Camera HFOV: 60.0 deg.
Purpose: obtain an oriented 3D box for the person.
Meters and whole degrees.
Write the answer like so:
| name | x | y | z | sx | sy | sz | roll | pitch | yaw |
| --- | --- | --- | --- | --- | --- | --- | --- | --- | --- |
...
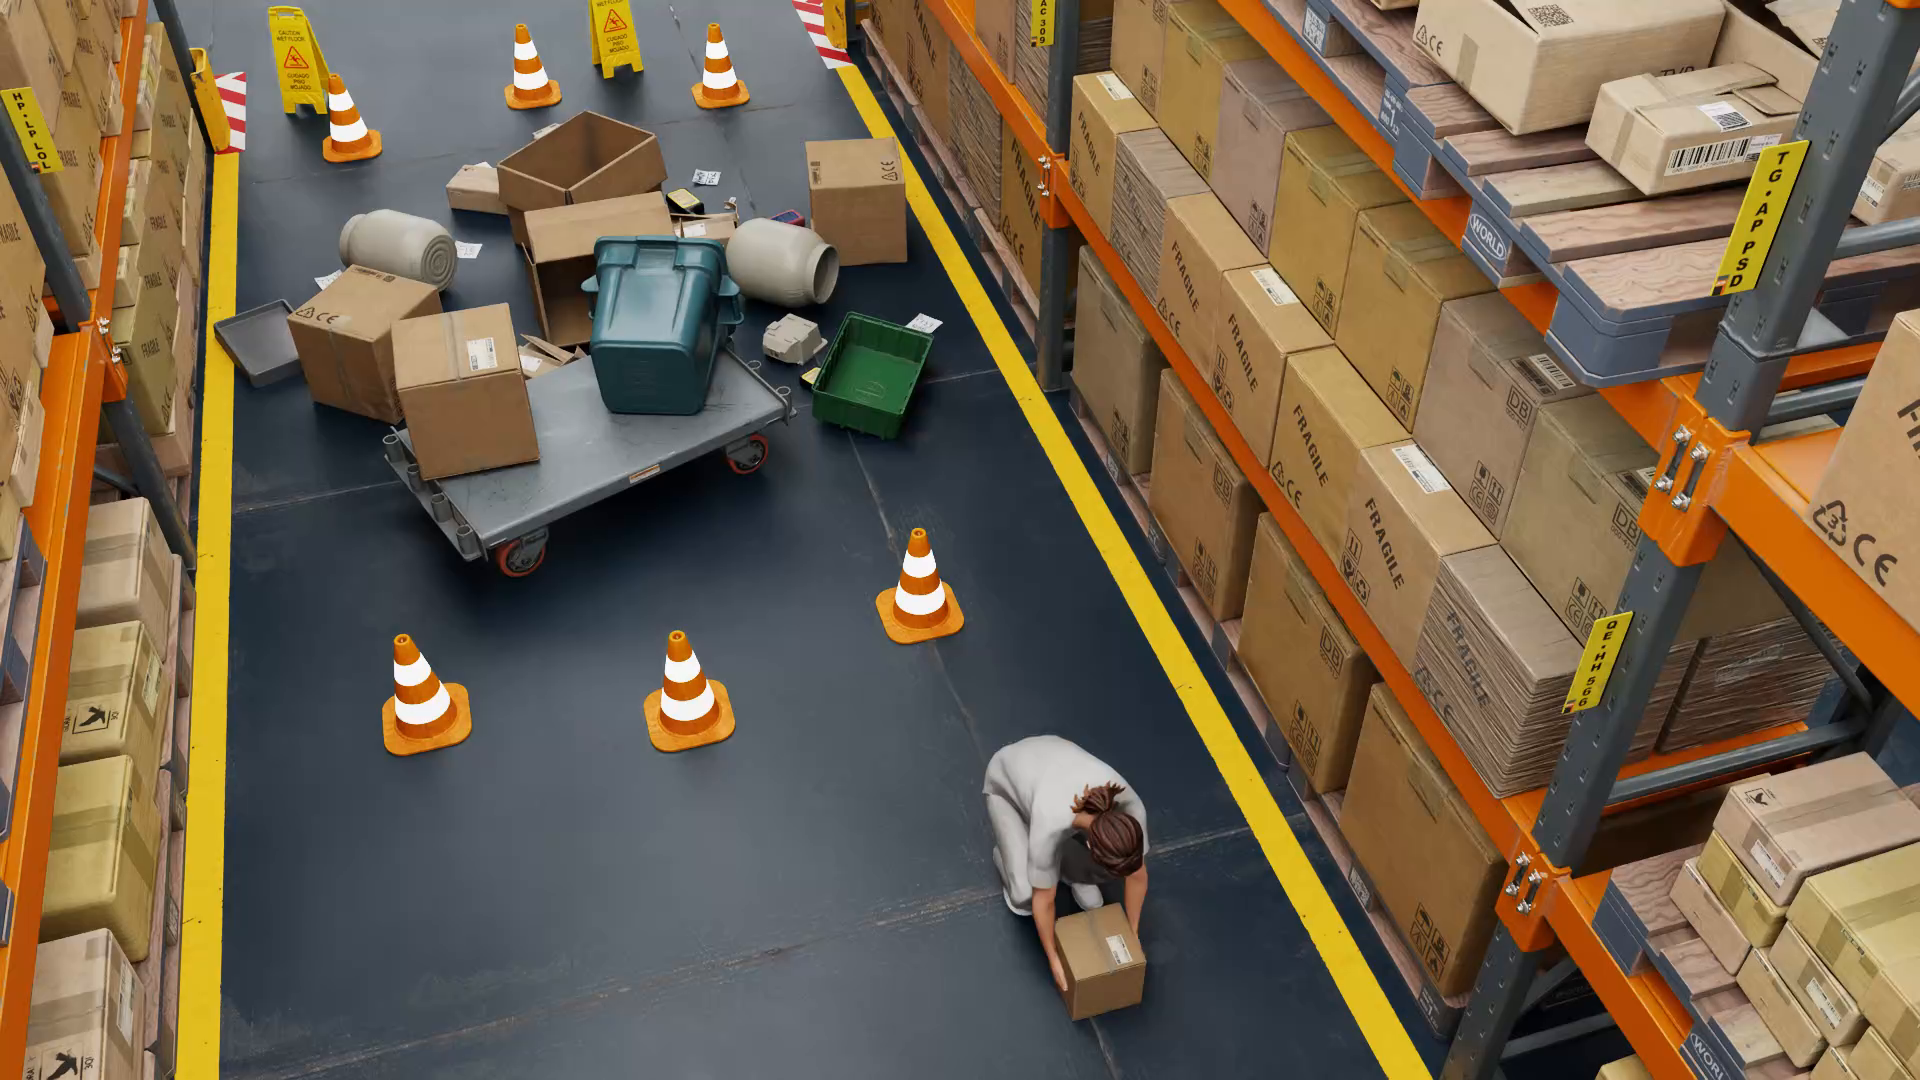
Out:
| name | x | y | z | sx | sy | sz | roll | pitch | yaw |
| --- | --- | --- | --- | --- | --- | --- | --- | --- | --- |
| person | 0.364 | 1.011 | 5.690 | 0.481 | 0.824 | 0.800 | -12 | 44 | -13 |
